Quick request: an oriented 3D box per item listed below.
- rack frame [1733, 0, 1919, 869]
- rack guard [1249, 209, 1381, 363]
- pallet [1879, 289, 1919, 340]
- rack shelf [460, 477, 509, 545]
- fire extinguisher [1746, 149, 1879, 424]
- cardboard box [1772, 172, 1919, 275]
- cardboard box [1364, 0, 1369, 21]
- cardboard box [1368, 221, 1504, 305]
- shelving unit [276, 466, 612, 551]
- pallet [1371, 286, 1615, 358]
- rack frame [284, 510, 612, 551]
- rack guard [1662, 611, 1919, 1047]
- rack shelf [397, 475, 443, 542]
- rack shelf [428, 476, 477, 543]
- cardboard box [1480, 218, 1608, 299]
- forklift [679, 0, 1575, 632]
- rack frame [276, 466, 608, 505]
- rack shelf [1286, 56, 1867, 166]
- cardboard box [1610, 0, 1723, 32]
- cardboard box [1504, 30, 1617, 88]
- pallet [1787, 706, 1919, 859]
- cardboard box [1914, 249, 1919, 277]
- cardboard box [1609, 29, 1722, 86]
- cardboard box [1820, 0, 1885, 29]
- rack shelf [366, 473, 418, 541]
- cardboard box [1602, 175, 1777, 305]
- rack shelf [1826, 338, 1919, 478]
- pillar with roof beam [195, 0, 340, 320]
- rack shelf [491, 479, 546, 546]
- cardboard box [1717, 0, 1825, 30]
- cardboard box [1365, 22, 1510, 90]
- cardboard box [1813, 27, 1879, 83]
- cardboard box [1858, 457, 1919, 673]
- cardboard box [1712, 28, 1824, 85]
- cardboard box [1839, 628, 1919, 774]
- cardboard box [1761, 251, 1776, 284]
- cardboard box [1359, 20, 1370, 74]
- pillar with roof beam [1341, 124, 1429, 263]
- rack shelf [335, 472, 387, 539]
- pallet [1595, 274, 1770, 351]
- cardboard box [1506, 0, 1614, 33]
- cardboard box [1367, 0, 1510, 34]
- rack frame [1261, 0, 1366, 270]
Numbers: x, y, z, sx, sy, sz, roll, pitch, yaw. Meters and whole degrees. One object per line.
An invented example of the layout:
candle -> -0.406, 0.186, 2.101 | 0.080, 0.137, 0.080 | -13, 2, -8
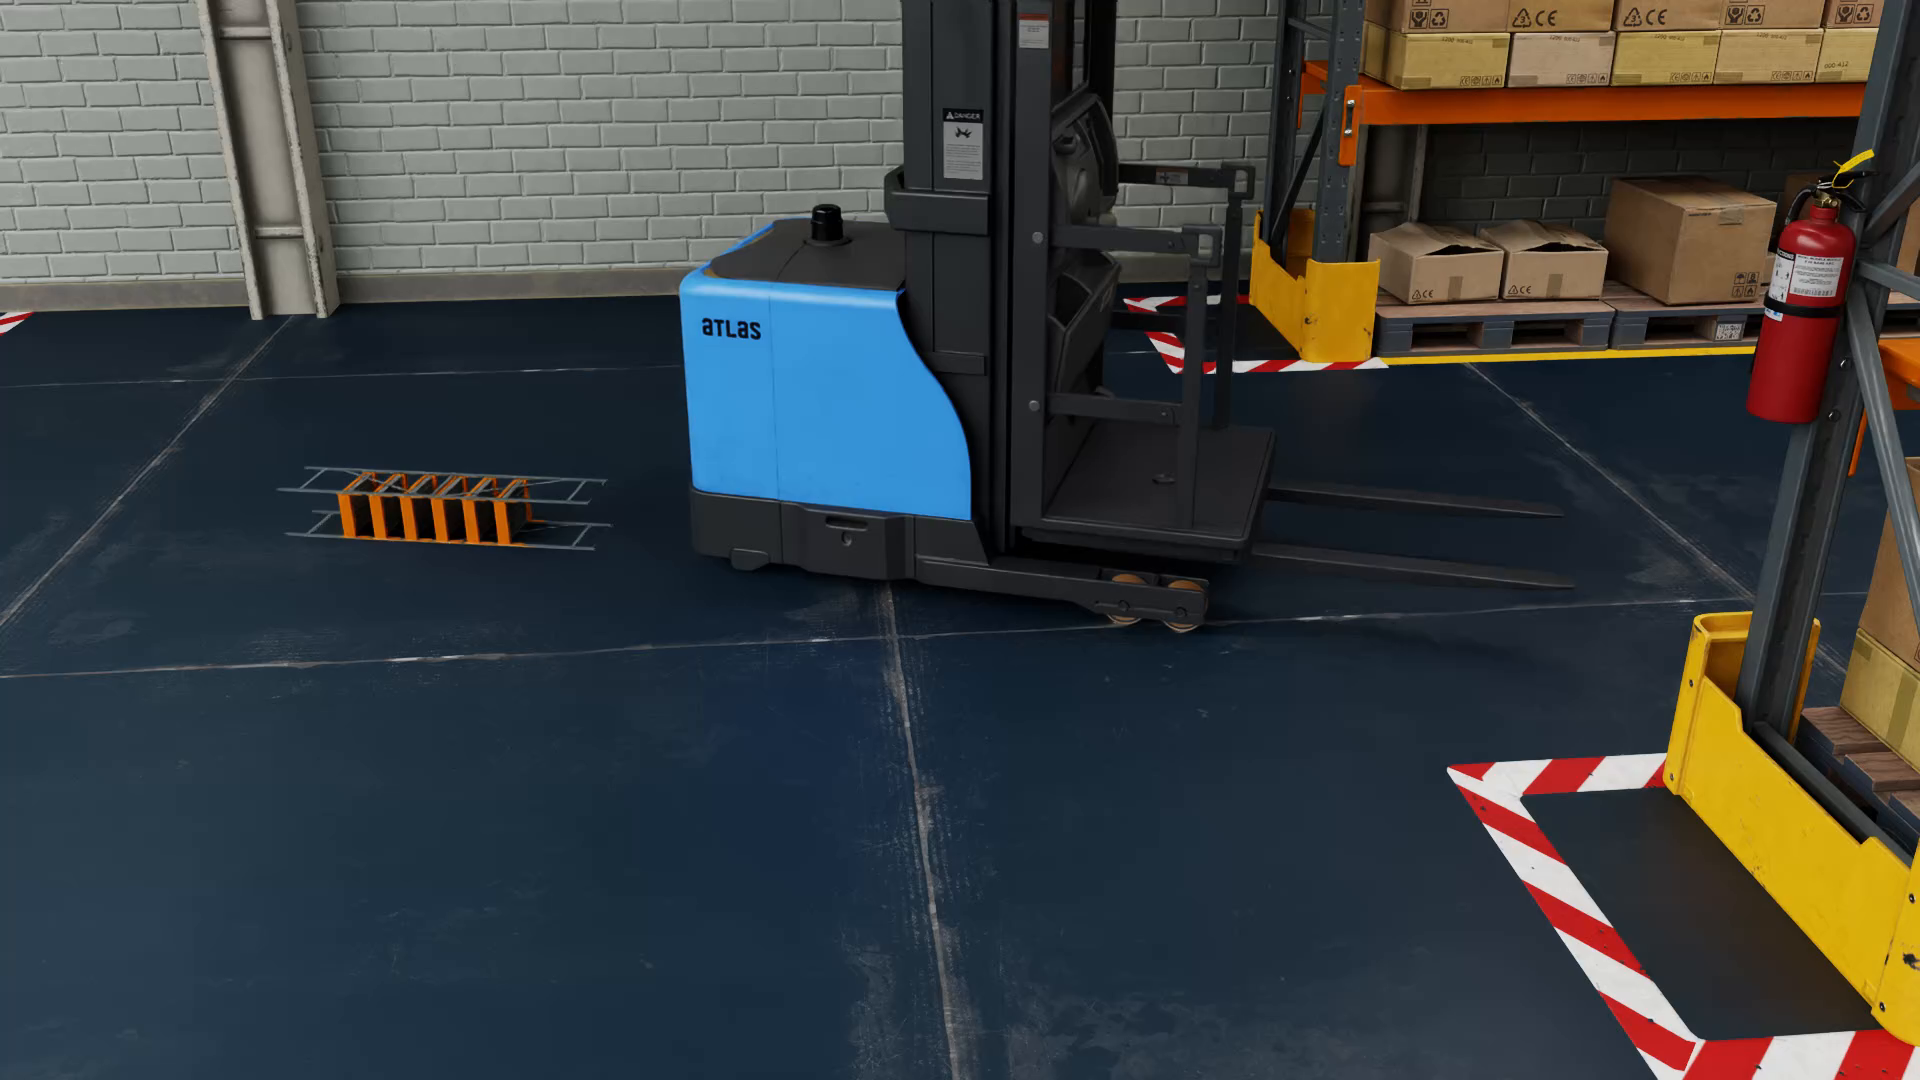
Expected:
rack frame -> 2.239, -0.480, 3.637 | 0.127, 3.000, 1.000 | -2, 24, -5
rack guard -> 1.824, -1.343, 8.656 | 0.348, 0.500, 1.175 | -2, 24, -5
pallet -> 5.064, -1.327, 8.975 | 1.213, 0.211, 1.003 | -2, 24, -5
rack shelf -> -1.779, -0.115, 6.271 | 0.103, 0.180, 0.258 | 3, 24, 6
fire extinguisher -> 2.075, -0.628, 4.065 | 0.183, 0.674, 0.296 | -2, 24, -5
cardboard box -> 4.700, -1.643, 8.790 | 0.500, 0.500, 0.500 | -4, 24, -9
cardboard box -> 2.196, -2.870, 8.251 | 0.500, 0.500, 0.500 | -3, 24, -6
cardboard box -> 2.445, -1.446, 8.579 | 0.500, 0.311, 0.500 | -5, 24, -11
shelving unit -> -1.943, -0.123, 6.288 | 1.200, 0.189, 0.258 | 3, 24, 6
pallet -> 2.636, -1.229, 8.756 | 1.213, 0.211, 1.003 | -2, 24, -5
rack frame -> -1.943, -0.039, 6.326 | 1.200, 0.006, 0.240 | 3, 24, 6
rack guard -> 2.215, 0.663, 4.143 | 0.348, 0.500, 1.175 | -2, 24, -5
rack shelf -> -2.018, -0.127, 6.296 | 0.103, 0.180, 0.258 | 3, 24, 6
rack shelf -> -1.899, -0.121, 6.284 | 0.103, 0.180, 0.258 | 3, 24, 6
cardboard box -> 3.013, -1.469, 8.630 | 0.500, 0.311, 0.500 | 0, 24, -1
forklift -> 0.606, -1.273, 5.506 | 3.031, 2.935, 1.130 | 6, 25, 14
rack frame -> -1.943, -0.207, 6.251 | 1.200, 0.006, 0.240 | 3, 24, 6
rack shelf -> 3.738, -2.233, 8.467 | 4.000, 0.370, 1.077 | -2, 24, -5
cardboard box -> 3.260, -2.697, 7.861 | 0.500, 0.500, 0.500 | -3, 24, -7
cardboard box -> 2.780, -2.341, 7.983 | 0.500, 0.250, 0.500 | -3, 24, -7
pallet -> 2.996, 0.747, 4.310 | 1.213, 0.211, 1.003 | -2, 24, -5
cardboard box -> 5.199, -1.515, 8.912 | 0.250, 0.166, 0.380 | -5, 25, -12
cardboard box -> 3.288, -2.359, 8.023 | 0.500, 0.250, 0.500 | -3, 24, -6
cardboard box -> 4.290, -2.743, 7.966 | 0.500, 0.500, 0.500 | -3, 24, -7
rack shelf -> -2.137, -0.132, 6.309 | 0.103, 0.180, 0.258 | 3, 24, 6
cardboard box -> 3.748, -1.564, 8.612 | 0.500, 0.500, 0.700 | -4, 24, -8
rack shelf -> 4.229, -0.231, 3.963 | 4.000, 0.370, 1.077 | -2, 24, -5
pillar with roof beam -> -3.188, -3.622, 3.319 | 0.400, 9.000, 9.100 | -2, 24, -5
rack shelf -> -1.660, -0.110, 6.259 | 0.103, 0.180, 0.258 | 3, 24, 6
cardboard box -> 3.773, -2.722, 7.919 | 0.500, 0.500, 0.500 | -2, 24, -3
cardboard box -> 2.265, -2.314, 7.923 | 0.500, 0.250, 0.500 | -3, 24, -7
cardboard box -> 4.292, -2.398, 8.113 | 0.500, 0.250, 0.500 | -2, 24, -5
cardboard box -> 2.743, 0.100, 4.277 | 0.500, 0.500, 0.500 | -2, 24, -5
cardboard box -> 3.791, -2.378, 8.067 | 0.500, 0.250, 0.500 | -2, 24, -5
cardboard box -> 2.743, 0.444, 4.427 | 0.500, 0.250, 0.500 | -2, 24, -5
cardboard box -> 4.135, -1.485, 8.865 | 0.250, 0.149, 0.380 | -4, 24, -9
cardboard box -> 2.194, -2.520, 8.386 | 0.500, 0.250, 0.500 | -2, 24, -4
pillar with roof beam -> 2.783, -3.861, 3.858 | 0.400, 9.000, 9.100 | -2, 24, -5
rack shelf -> -2.256, -0.138, 6.321 | 0.103, 0.180, 0.258 | 3, 24, 6
pallet -> 3.847, -1.277, 8.862 | 1.213, 0.211, 1.003 | -2, 24, -5
cardboard box -> 2.746, -2.679, 7.821 | 0.500, 0.500, 0.500 | -2, 24, -5
cardboard box -> 2.253, -2.663, 7.785 | 0.500, 0.500, 0.500 | -2, 24, -5
rack frame -> 1.748, -2.482, 8.142 | 0.127, 3.000, 1.000 | -2, 24, -5
